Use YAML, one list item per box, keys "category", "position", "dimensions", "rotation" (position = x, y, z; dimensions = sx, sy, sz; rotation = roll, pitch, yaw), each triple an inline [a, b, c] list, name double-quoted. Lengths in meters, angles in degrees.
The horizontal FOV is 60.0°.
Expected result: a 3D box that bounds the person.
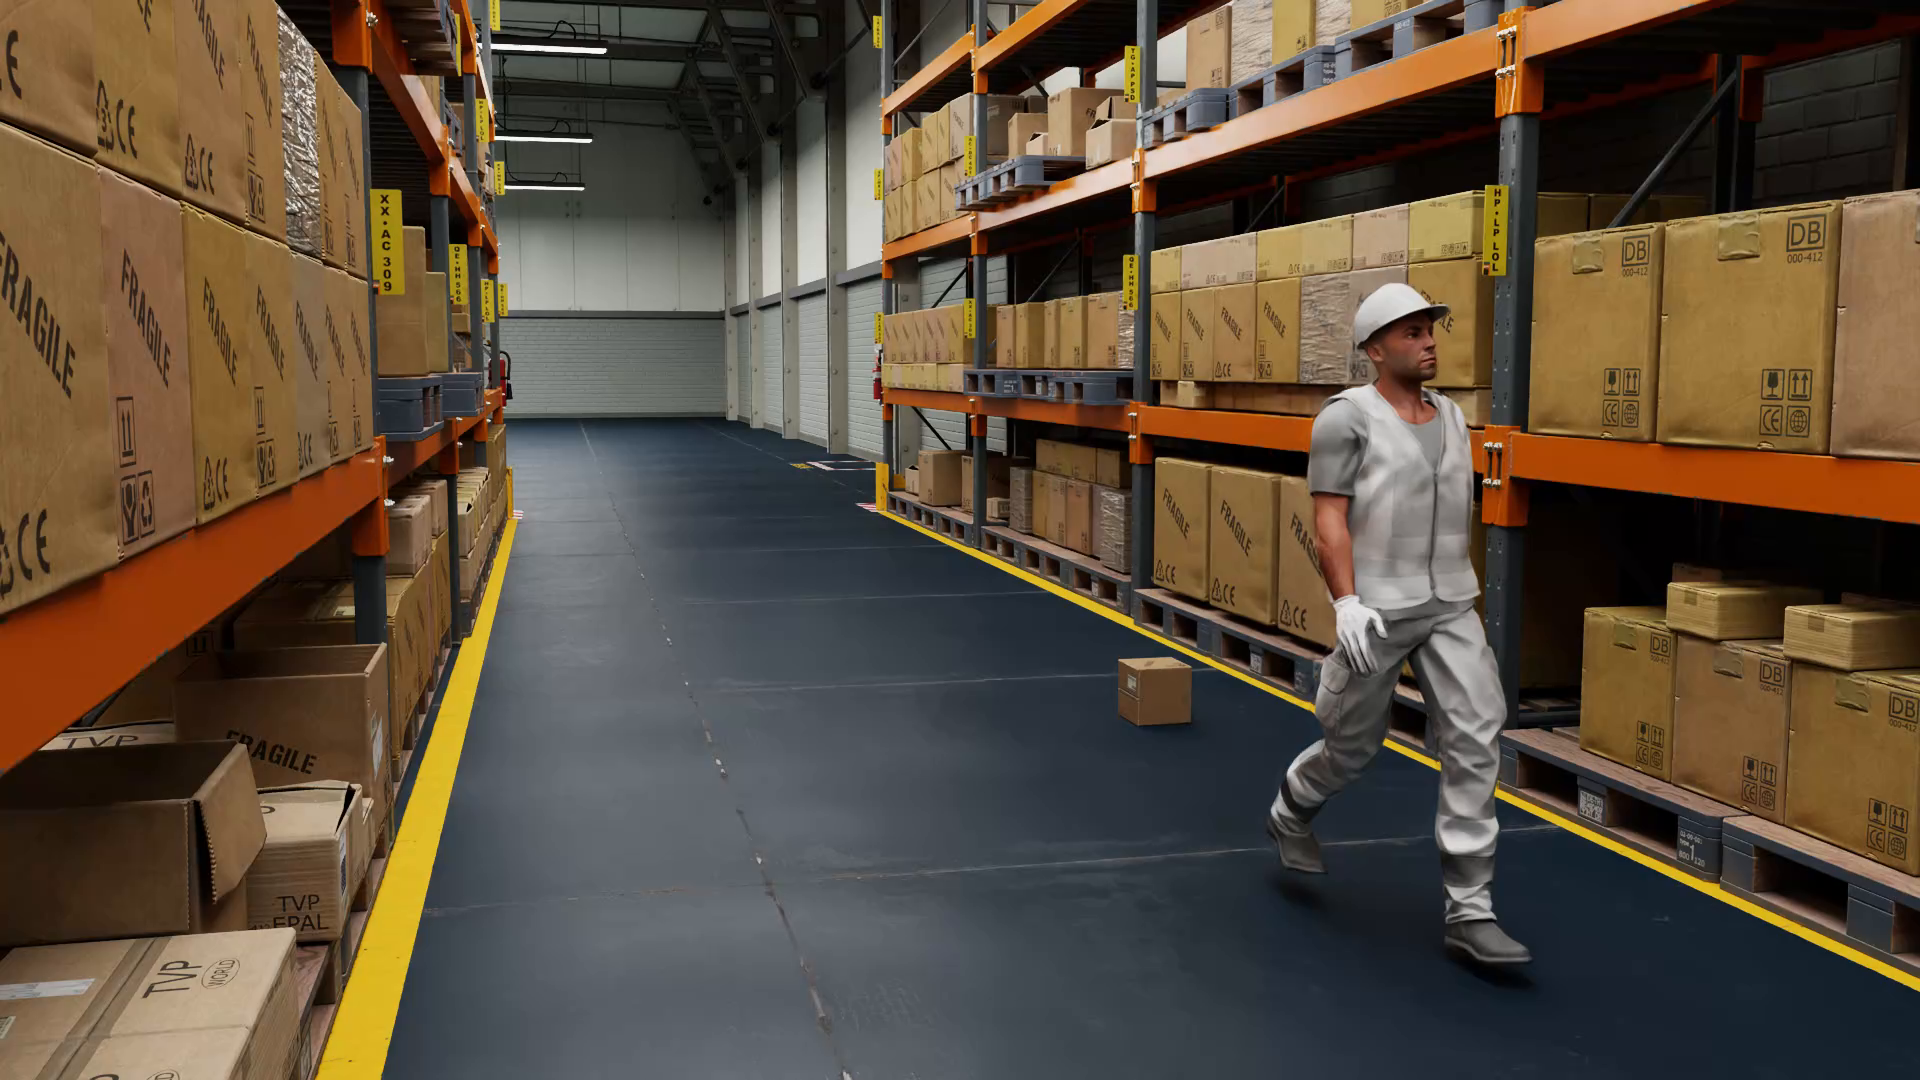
- category: "person"
  position: [1.177, 0.188, 4.485]
  dimensions: [0.528, 1.748, 0.985]
  rotation: [-2, 6, -17]
